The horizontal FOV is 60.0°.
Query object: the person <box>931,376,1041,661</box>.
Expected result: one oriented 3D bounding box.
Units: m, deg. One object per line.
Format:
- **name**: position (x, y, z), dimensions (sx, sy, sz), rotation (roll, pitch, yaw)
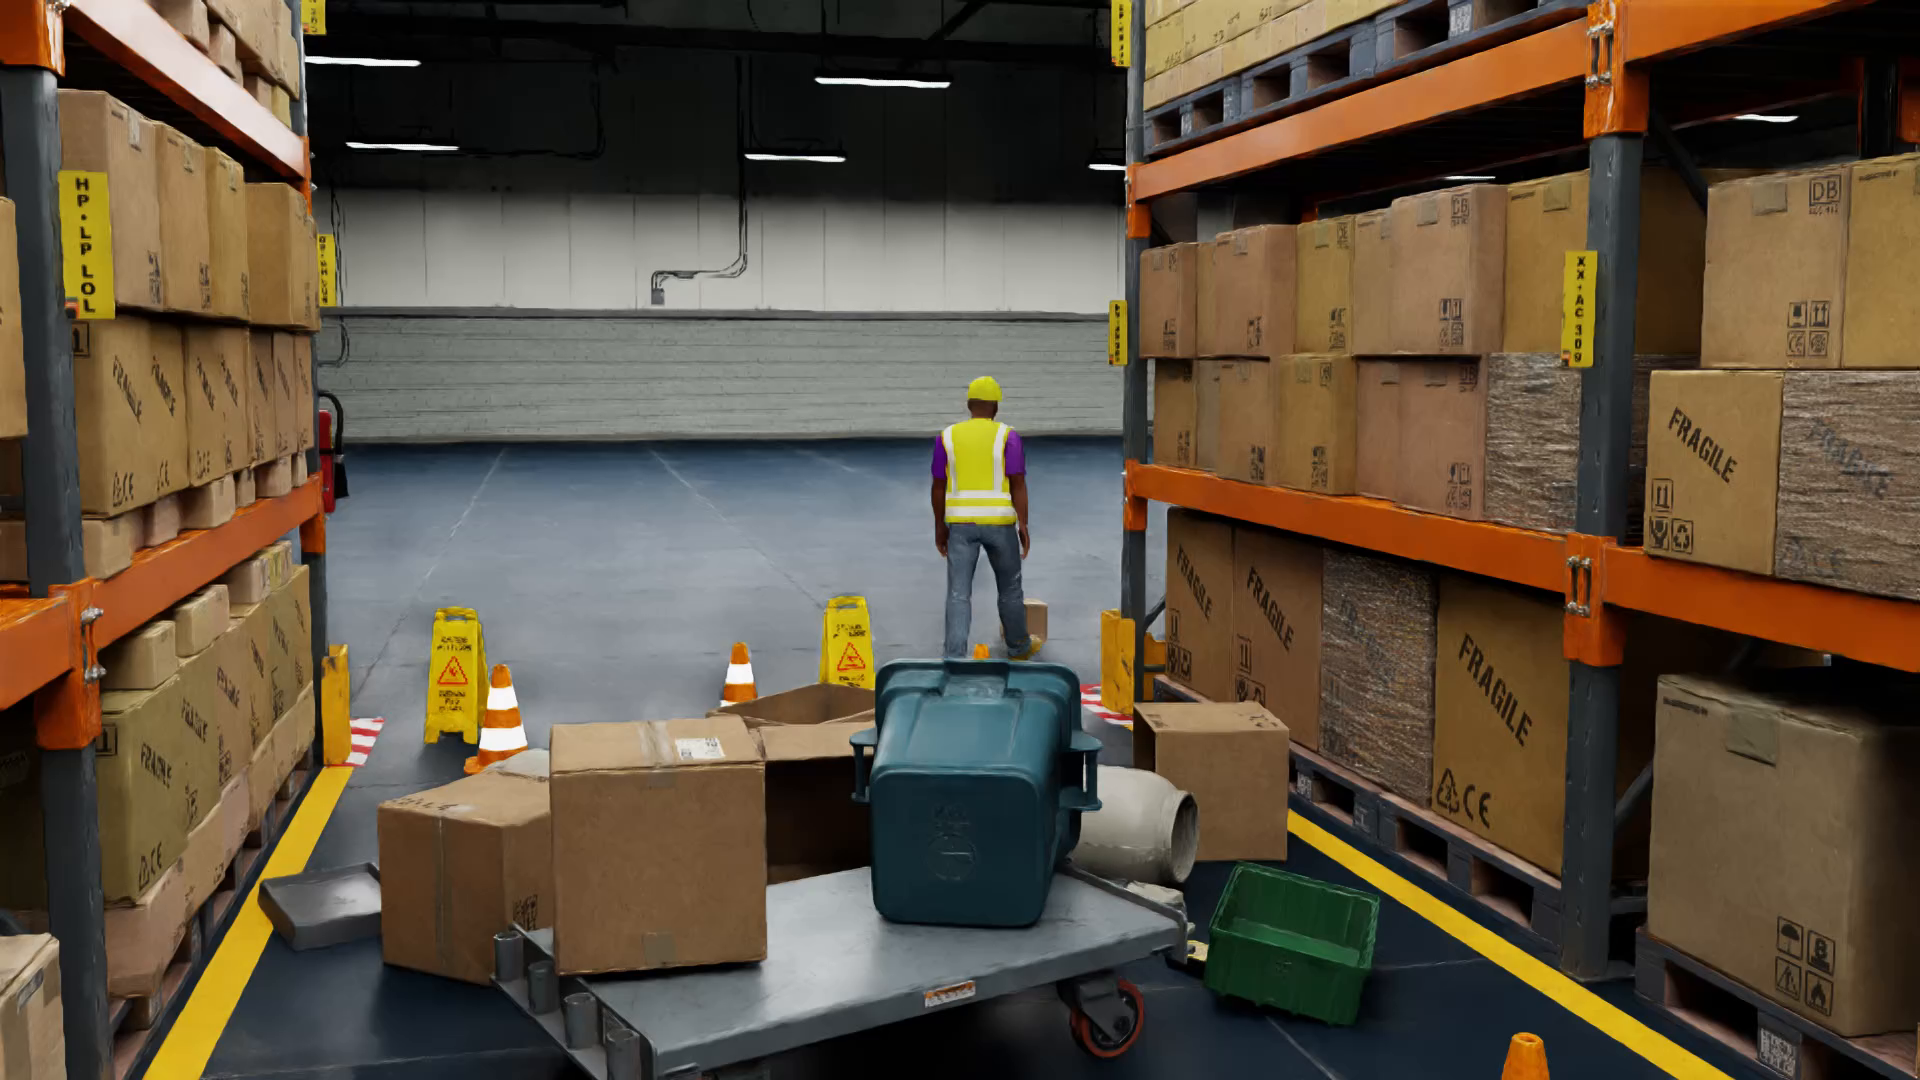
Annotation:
- **person**: position (0.131, -0.097, 9.807), dimensions (0.599, 1.729, 0.899), rotation (1, 6, 12)
